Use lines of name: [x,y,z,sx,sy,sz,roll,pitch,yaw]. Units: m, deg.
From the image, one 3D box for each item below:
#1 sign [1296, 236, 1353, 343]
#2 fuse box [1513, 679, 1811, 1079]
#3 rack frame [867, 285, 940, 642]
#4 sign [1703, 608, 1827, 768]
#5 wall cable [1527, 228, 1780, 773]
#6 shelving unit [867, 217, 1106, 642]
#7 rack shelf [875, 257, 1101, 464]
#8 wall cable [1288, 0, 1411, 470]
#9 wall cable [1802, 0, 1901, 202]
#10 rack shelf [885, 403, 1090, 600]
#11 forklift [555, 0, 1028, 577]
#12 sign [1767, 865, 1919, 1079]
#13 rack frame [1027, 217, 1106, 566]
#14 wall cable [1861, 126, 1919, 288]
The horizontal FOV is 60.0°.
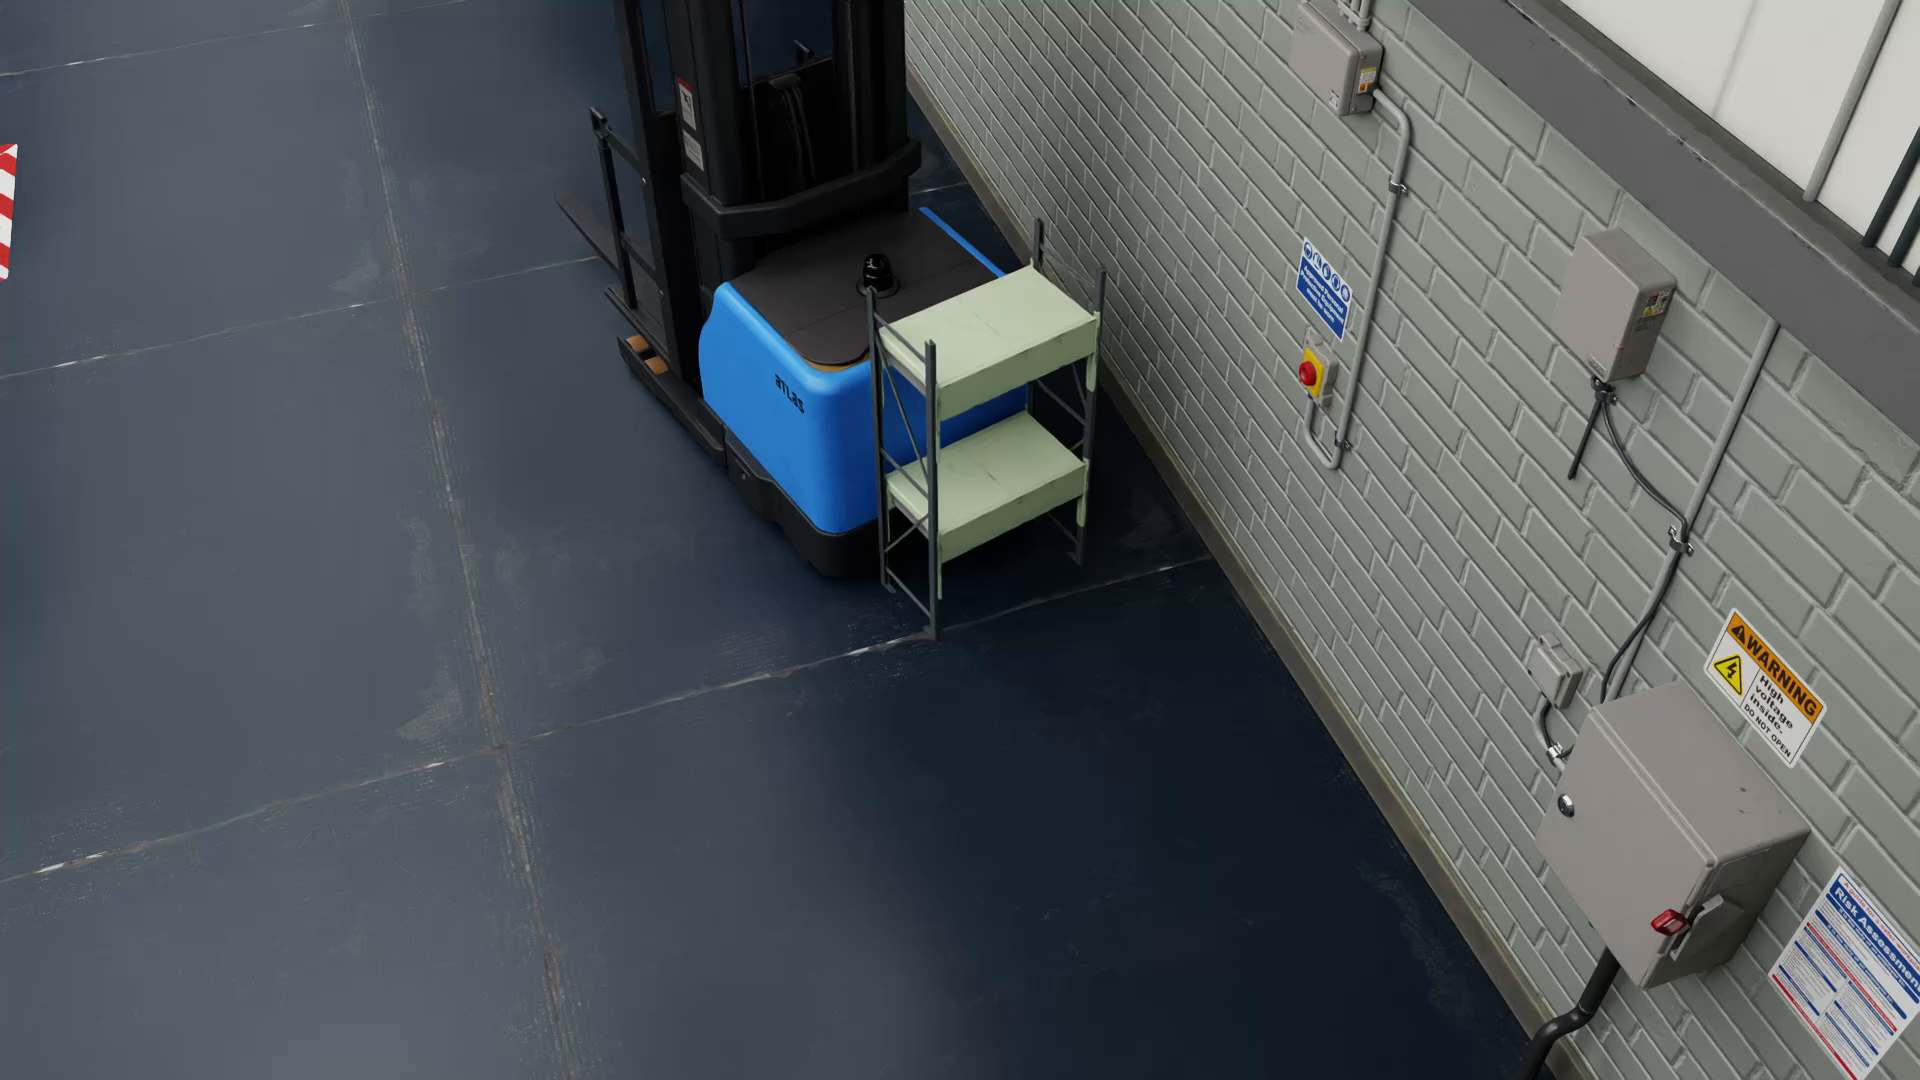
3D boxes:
sign: [1.221,-0.844,5.592,0.001,0.218,0.327,-14,47,-14]
fuse box: [1.756,1.188,4.667,0.414,1.711,0.539,-14,47,-14]
rack frame: [-0.204,-0.243,6.242,0.023,1.500,0.400,-26,51,-24]
sign: [1.932,0.355,4.005,0.001,0.242,0.339,-14,47,-14]
wall cable: [1.673,-0.118,4.342,0.122,1.984,0.588,-14,47,-14]
shelving unit: [0.096,-0.391,6.390,0.755,1.500,0.431,-26,51,-24]
rack shelf: [0.096,-0.667,6.114,0.720,0.370,0.431,-26,51,-24]
wall cable: [1.180,-1.071,5.270,0.123,1.953,0.585,-14,47,-14]
wall cable: [1.392,-2.502,3.199,0.029,3.000,2.355,-14,47,-14]
rack shelf: [0.096,-0.161,6.621,0.720,0.370,0.431,-26,51,-24]
forklift: [-0.947,-1.896,6.880,1.130,2.935,3.031,-26,51,-23]
sign: [2.119,1.046,3.966,0.001,0.494,0.329,-14,47,-14]
rack frame: [0.396,-0.539,6.538,0.023,1.500,0.400,-26,51,-24]
wall cable: [2.302,-0.650,1.327,0.133,3.039,2.988,-14,47,-14]
